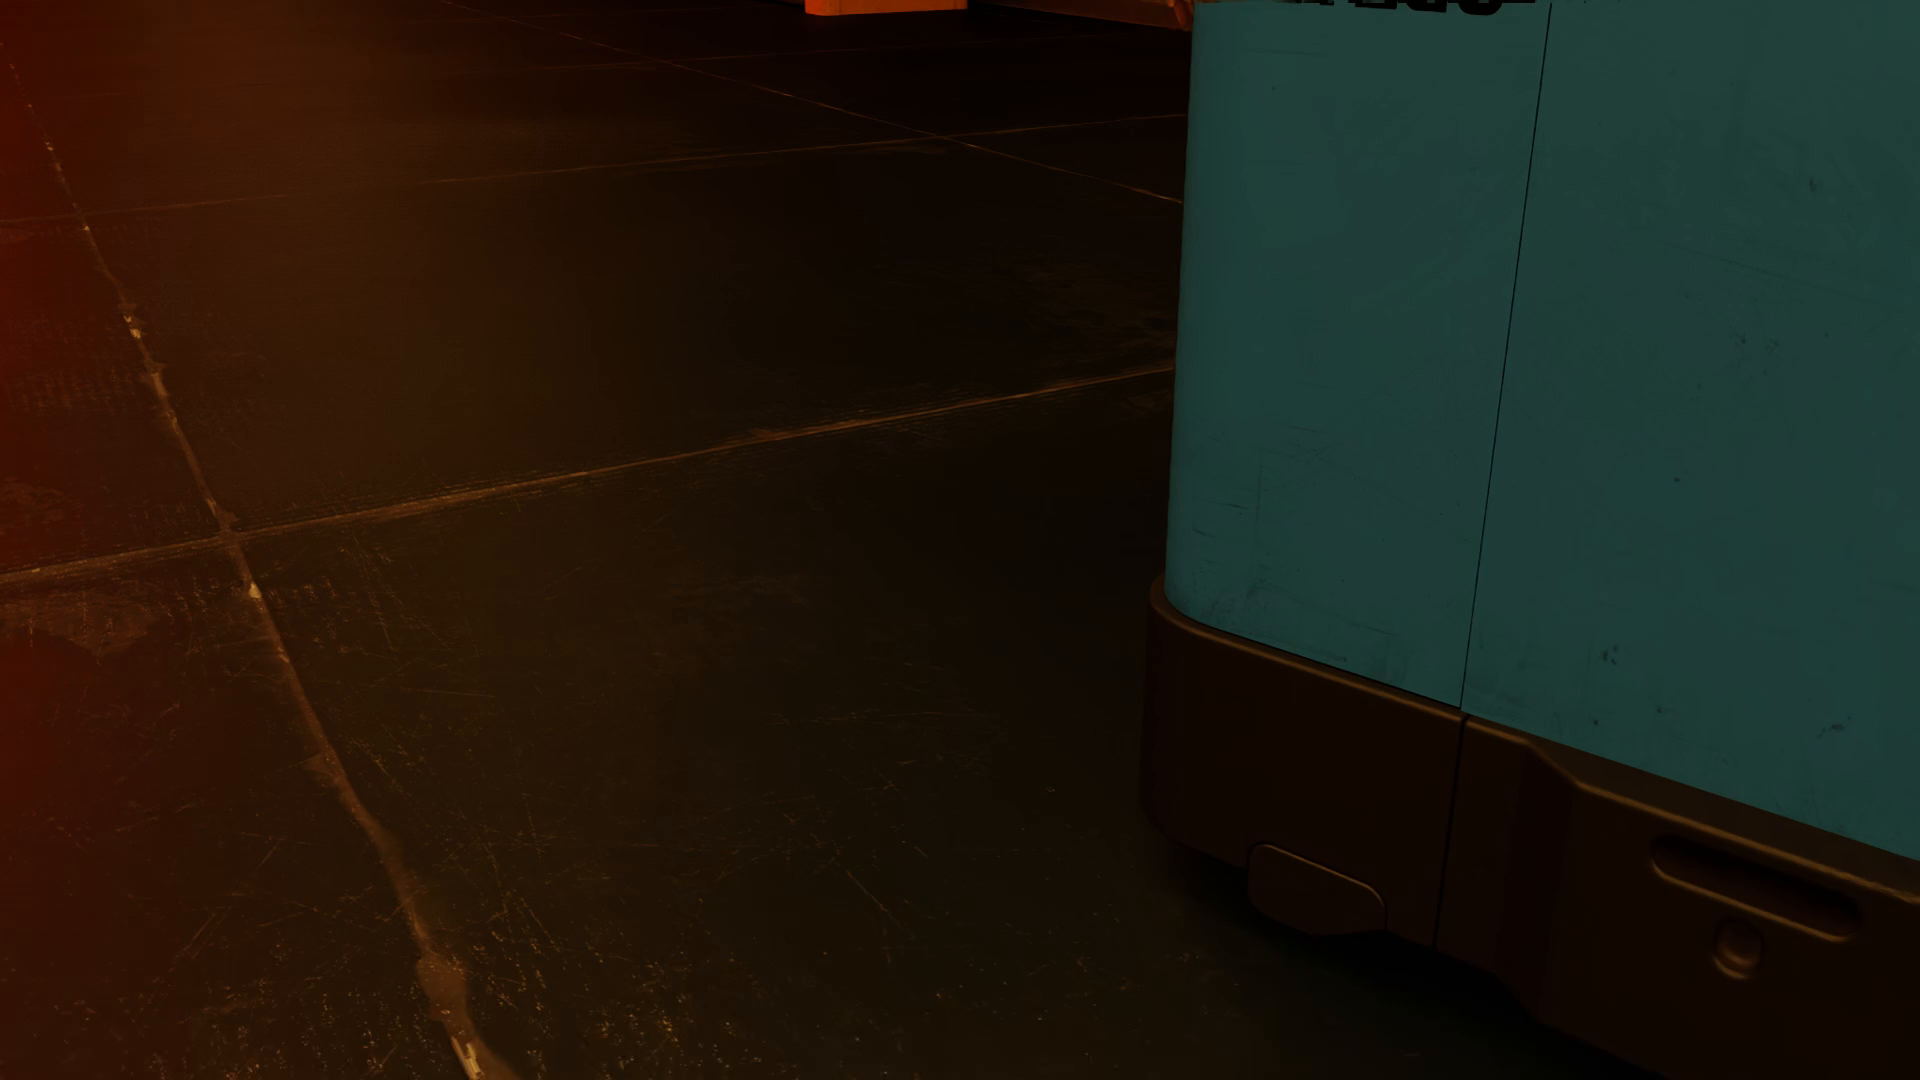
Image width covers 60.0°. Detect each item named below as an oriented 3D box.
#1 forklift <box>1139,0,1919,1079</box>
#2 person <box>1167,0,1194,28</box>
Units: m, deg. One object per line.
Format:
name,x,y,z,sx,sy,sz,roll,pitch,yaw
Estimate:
forklift,1.637,-0.782,0.679,3.031,2.935,1.130,18,28,37
person,0.760,-0.909,2.650,0.939,1.687,0.577,10,24,24
